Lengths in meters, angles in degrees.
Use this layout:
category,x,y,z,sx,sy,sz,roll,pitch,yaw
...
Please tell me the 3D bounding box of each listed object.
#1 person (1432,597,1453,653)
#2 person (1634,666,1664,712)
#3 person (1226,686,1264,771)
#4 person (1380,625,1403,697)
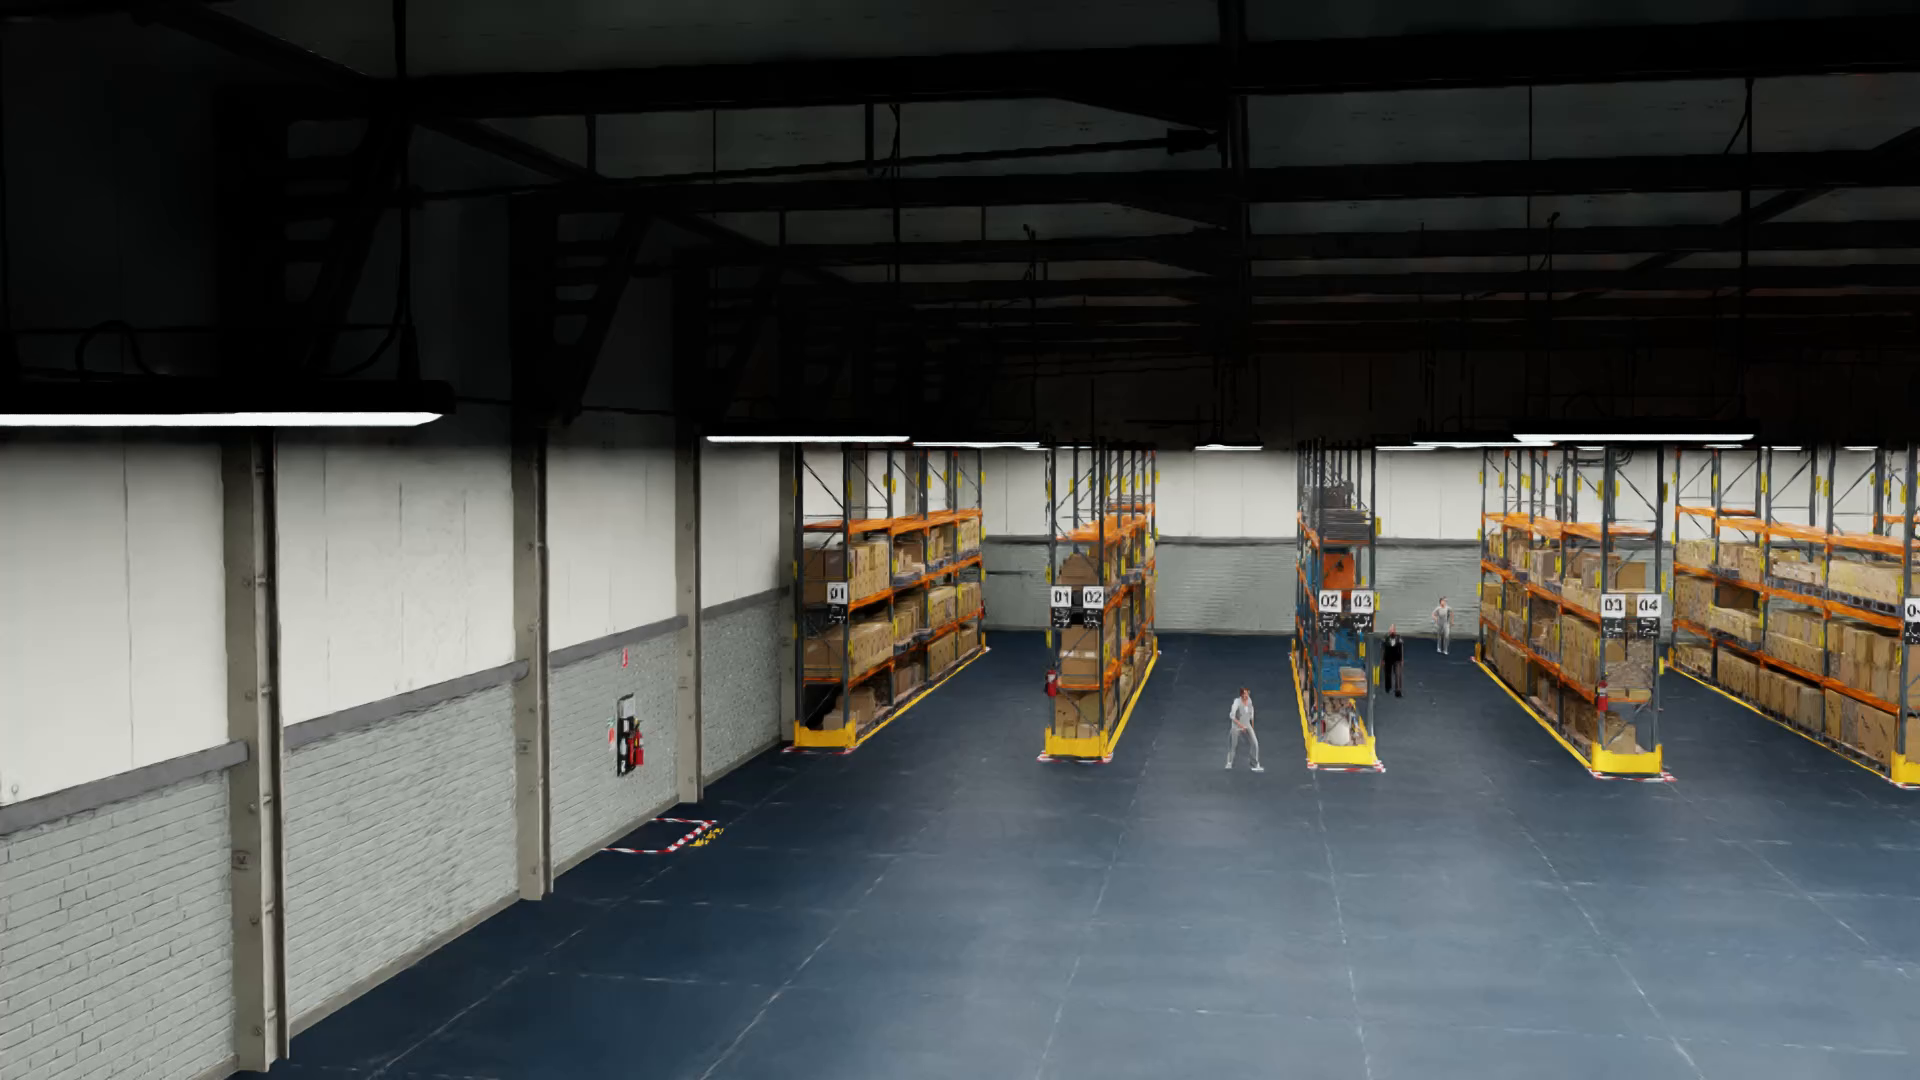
category,x,y,z,sx,sy,sz,roll,pitch,yaw
person,13.797,2.406,47.528,0.589,1.600,0.820,1,3,15
person,15.147,2.974,36.631,0.443,1.587,0.996,0,3,2
person,5.083,3.373,29.870,0.572,1.517,0.755,-1,3,-11
person,10.150,2.821,39.095,0.543,1.647,1.115,1,3,12
